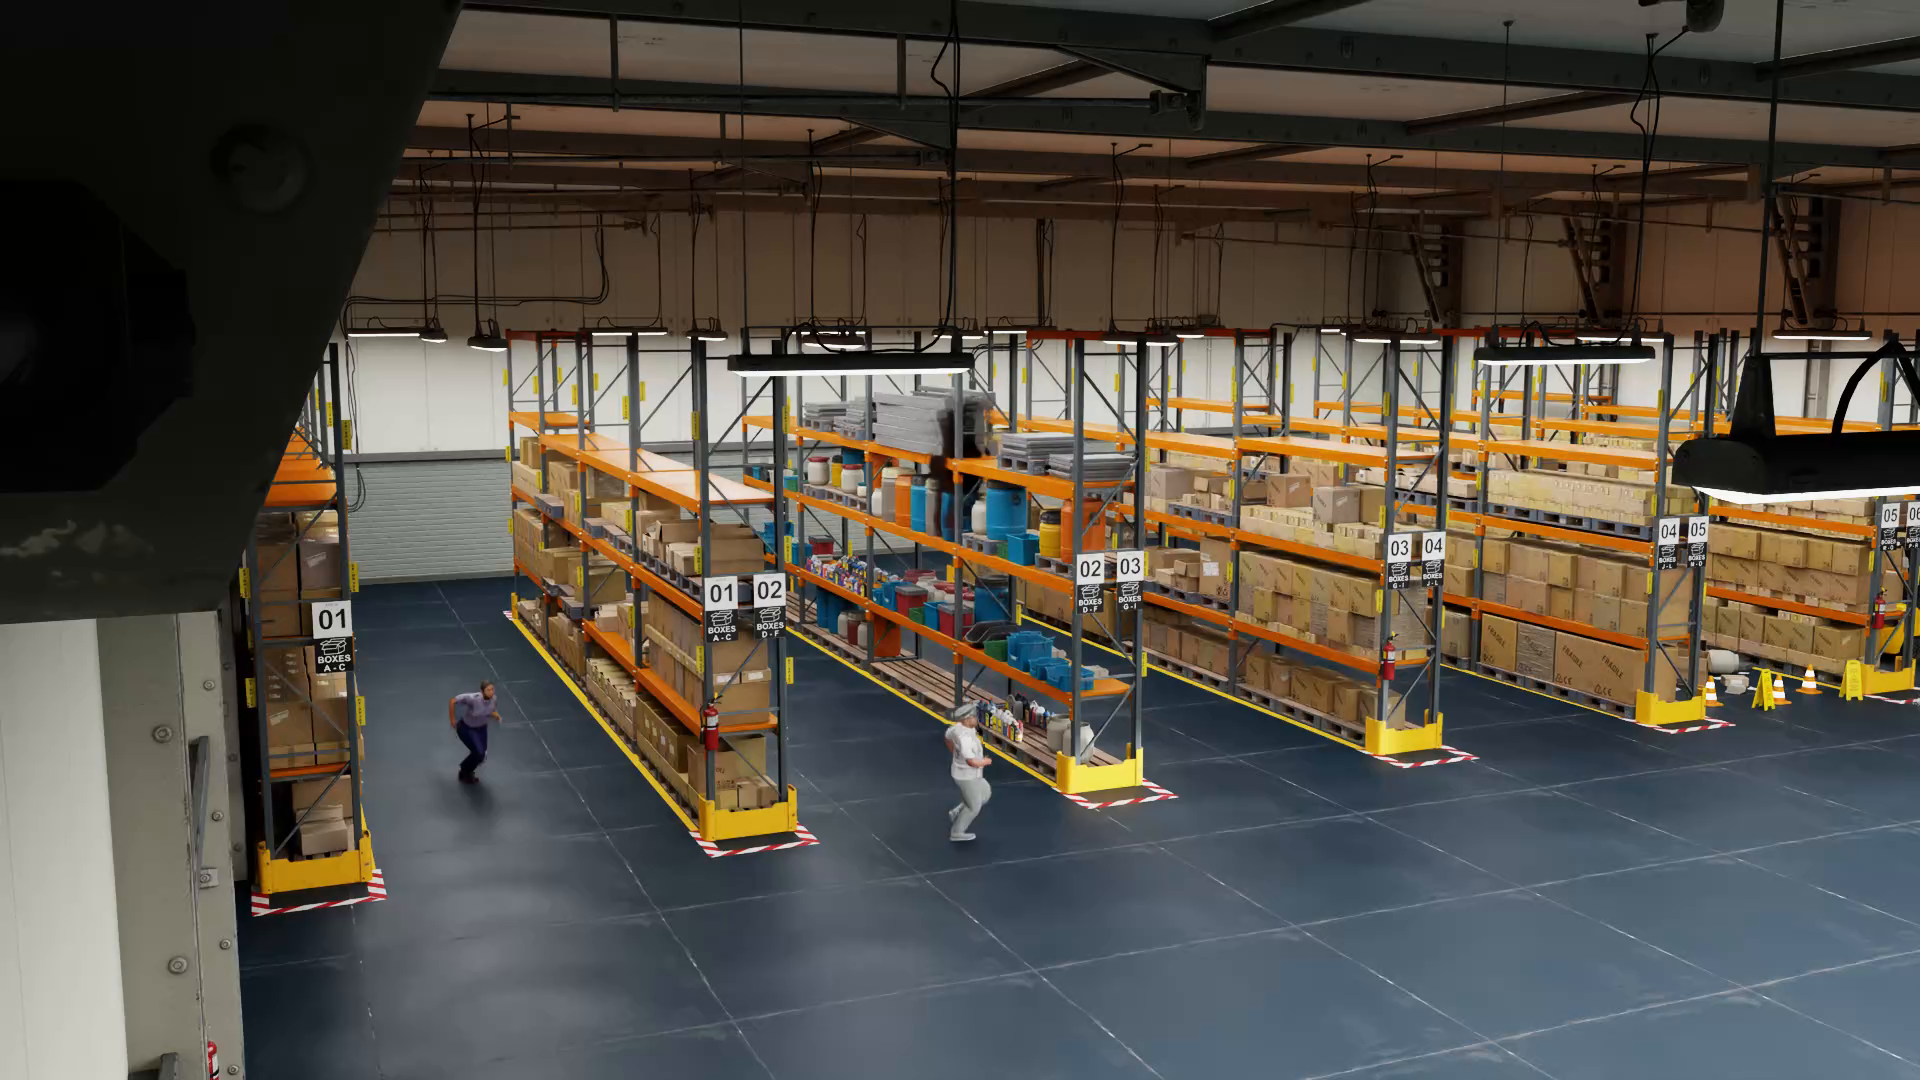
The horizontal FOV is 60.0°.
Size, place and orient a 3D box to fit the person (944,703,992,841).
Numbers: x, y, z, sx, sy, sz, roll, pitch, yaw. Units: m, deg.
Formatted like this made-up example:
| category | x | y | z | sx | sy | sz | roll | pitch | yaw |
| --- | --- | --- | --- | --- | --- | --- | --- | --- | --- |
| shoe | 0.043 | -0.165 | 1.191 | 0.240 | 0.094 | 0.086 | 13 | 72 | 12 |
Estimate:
| category | x | y | z | sx | sy | sz | roll | pitch | yaw |
| --- | --- | --- | --- | --- | --- | --- | --- | --- | --- |
| person | 0.107 | 2.781 | 19.903 | 0.577 | 1.718 | 0.672 | 0 | 8 | -3 |

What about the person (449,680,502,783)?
| category | x | y | z | sx | sy | sz | roll | pitch | yaw |
| --- | --- | --- | --- | --- | --- | --- | --- | --- | --- |
| person | -6.505 | 2.580 | 22.255 | 0.860 | 1.483 | 0.645 | 6 | 10 | 35 |
